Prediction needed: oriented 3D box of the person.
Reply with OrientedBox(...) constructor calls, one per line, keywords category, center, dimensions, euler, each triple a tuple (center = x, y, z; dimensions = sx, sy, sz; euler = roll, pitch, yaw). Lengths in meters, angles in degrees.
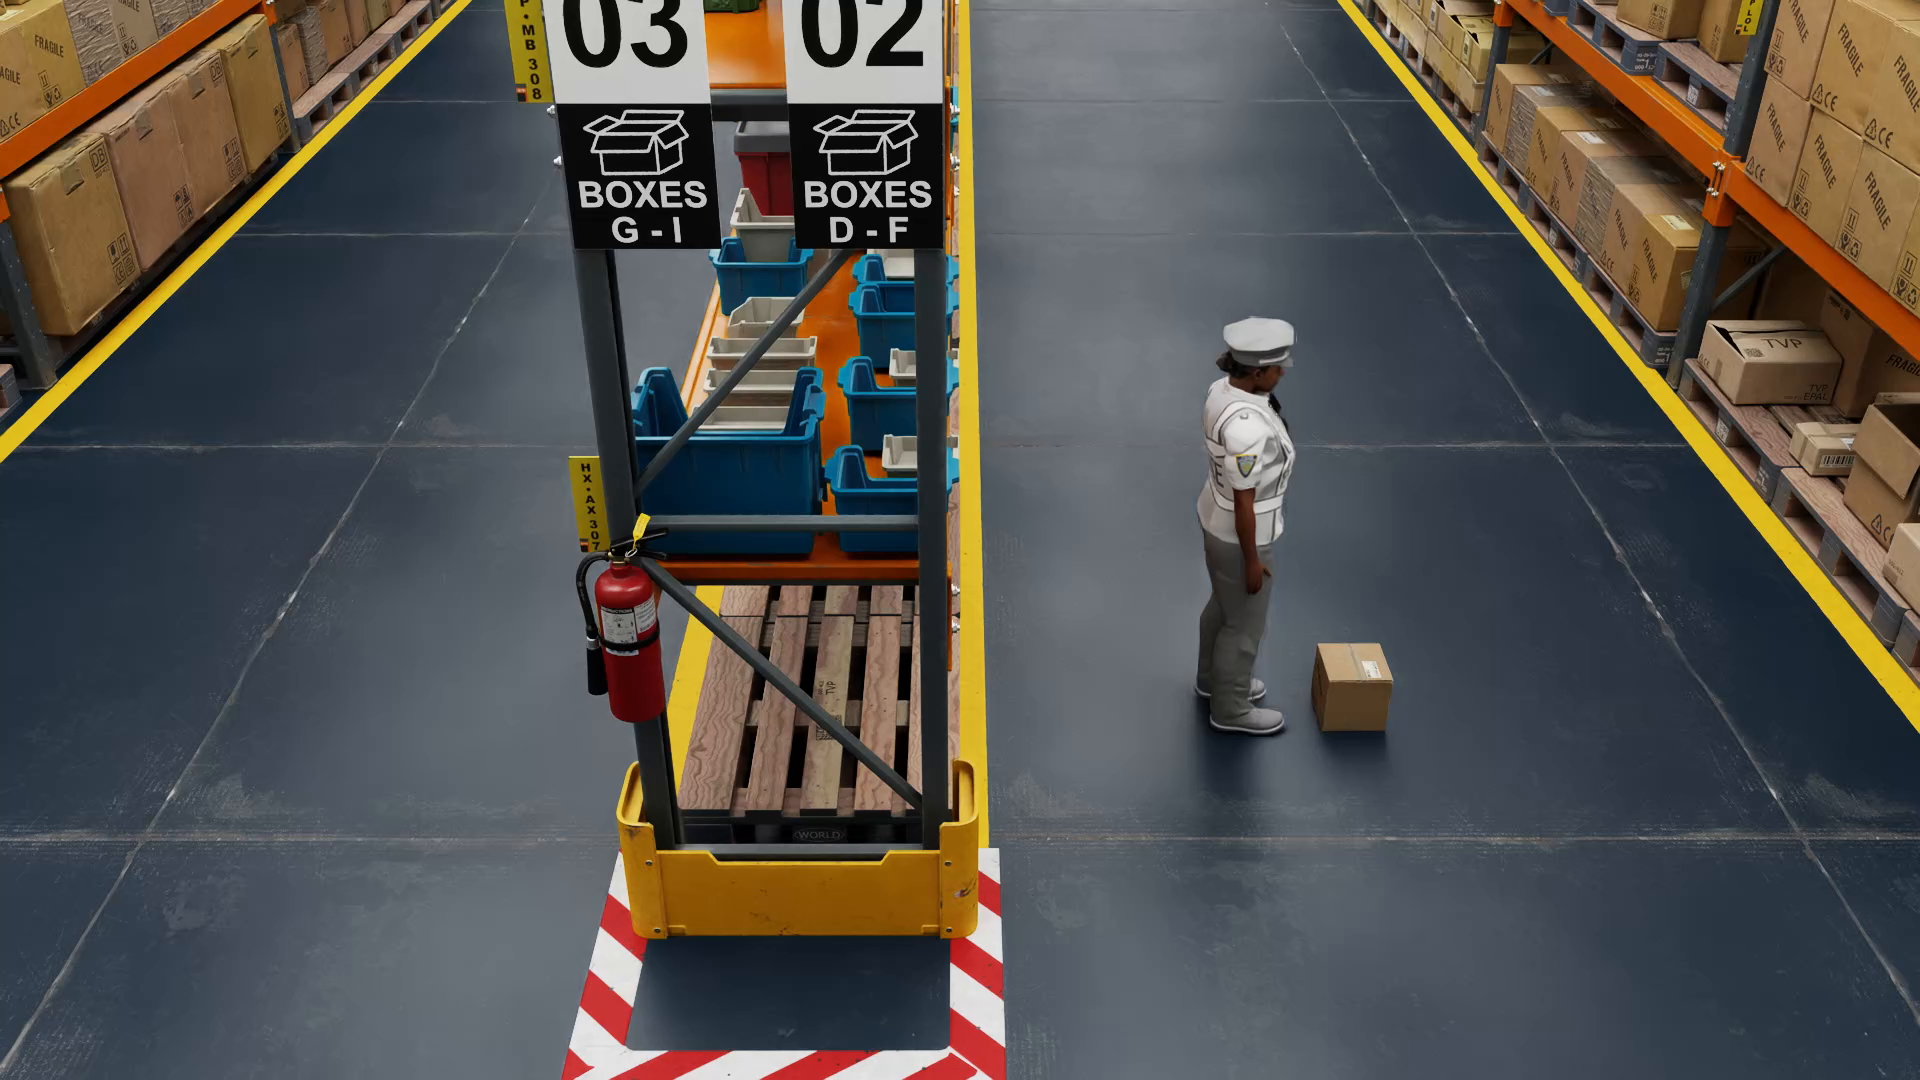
OrientedBox(category="person", center=(1.080, -0.028, 6.215), dimensions=(0.397, 1.677, 0.463), euler=(0, 31, 0))
